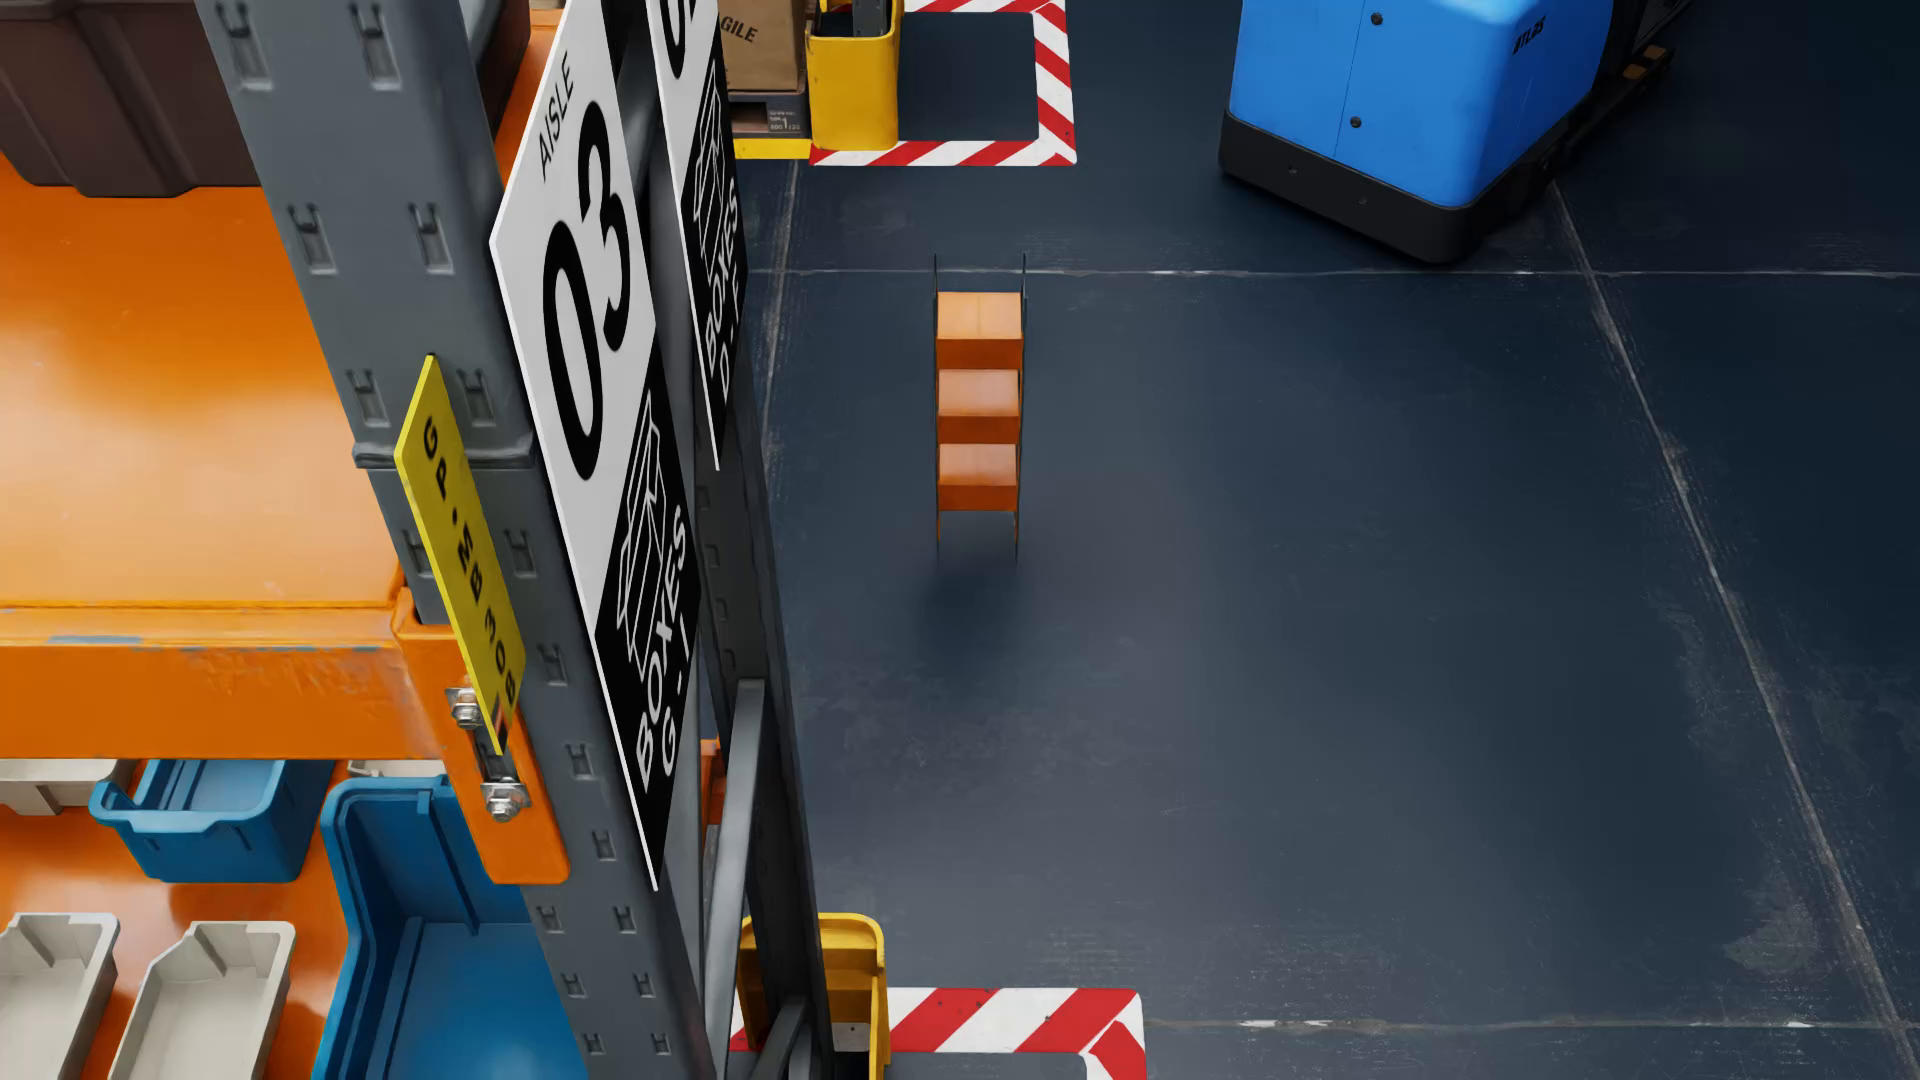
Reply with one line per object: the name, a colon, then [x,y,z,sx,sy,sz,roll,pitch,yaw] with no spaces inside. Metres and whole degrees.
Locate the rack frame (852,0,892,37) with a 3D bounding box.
rack frame: [-0.348,-3.021,6.013,0.127,3.000,1.000,0,47,0]

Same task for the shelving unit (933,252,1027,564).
shelving unit: [0.054,-0.358,4.866,0.252,1.050,0.215,0,47,0]

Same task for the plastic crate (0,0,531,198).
plastic crate: [-0.754,-0.578,1.779,0.590,0.269,0.497,0,47,0]

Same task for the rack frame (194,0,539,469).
rack frame: [-0.370,-1.439,0.442,0.127,3.000,1.000,0,47,0]

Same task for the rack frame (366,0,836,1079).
rack frame: [-0.370,0.605,2.638,0.127,3.000,1.000,0,47,0]

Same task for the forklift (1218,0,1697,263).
forklift: [2.350,-3.024,6.063,1.130,2.935,3.031,32,55,26]

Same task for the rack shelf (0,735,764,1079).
rack shelf: [-2.370,0.845,2.906,4.000,0.370,1.077,0,47,0]

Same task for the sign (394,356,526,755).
sign: [-0.356,0.021,1.203,0.005,0.325,0.100,0,47,0]

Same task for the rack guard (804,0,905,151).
rack guard: [-0.424,-2.169,6.928,0.348,0.500,1.175,0,47,0]

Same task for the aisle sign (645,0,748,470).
aisle sign: [-0.297,-0.498,1.888,0.004,0.787,0.394,0,47,0]

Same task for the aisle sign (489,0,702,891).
aisle sign: [-0.299,-0.066,1.486,0.004,0.787,0.394,0,47,0]

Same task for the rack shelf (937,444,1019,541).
rack shelf: [0.054,-0.161,5.077,0.240,0.259,0.215,0,47,0]

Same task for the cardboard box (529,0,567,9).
cardboard box: [-1.842,-2.080,6.714,0.500,0.250,0.500,0,47,0]

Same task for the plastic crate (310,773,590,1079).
plastic crate: [-0.705,0.708,2.476,0.499,0.435,0.616,0,47,0]

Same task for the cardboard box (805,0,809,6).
cardboard box: [-0.765,-2.452,7.130,0.250,0.149,0.380,0,47,0]

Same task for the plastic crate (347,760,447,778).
plastic crate: [-0.936,0.371,2.994,0.298,0.136,0.250,0,47,0]

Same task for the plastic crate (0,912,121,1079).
plastic crate: [-1.476,0.793,2.602,0.243,0.136,0.396,0,47,0]

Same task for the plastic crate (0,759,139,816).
plastic crate: [-1.614,0.369,2.996,0.298,0.136,0.250,0,47,0]

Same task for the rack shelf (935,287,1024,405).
rack shelf: [0.054,-0.544,4.666,0.240,0.259,0.215,0,47,0]

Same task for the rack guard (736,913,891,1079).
rack guard: [-0.346,1.447,3.562,0.348,0.500,1.175,0,47,0]

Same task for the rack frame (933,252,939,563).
rack frame: [-0.068,-0.358,4.866,0.008,1.050,0.200,0,47,0]

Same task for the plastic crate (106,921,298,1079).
plastic crate: [-1.186,0.805,2.591,0.243,0.136,0.396,0,47,0]

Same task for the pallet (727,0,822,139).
pallet: [-1.221,-2.072,7.035,1.213,0.211,1.003,0,47,0]

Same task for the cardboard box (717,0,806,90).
cardboard box: [-0.892,-2.140,6.600,0.500,0.500,0.500,0,47,0]

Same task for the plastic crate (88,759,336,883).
plastic crate: [-1.274,0.398,2.904,0.300,0.233,0.416,0,47,0]

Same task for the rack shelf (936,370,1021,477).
rack shelf: [0.054,-0.350,4.873,0.240,0.259,0.215,0,47,0]

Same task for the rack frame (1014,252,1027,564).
rack frame: [0.176,-0.357,4.865,0.008,1.050,0.200,0,47,0]

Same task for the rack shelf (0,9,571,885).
rack shelf: [-2.370,-0.177,1.808,4.000,0.370,1.077,0,47,0]
